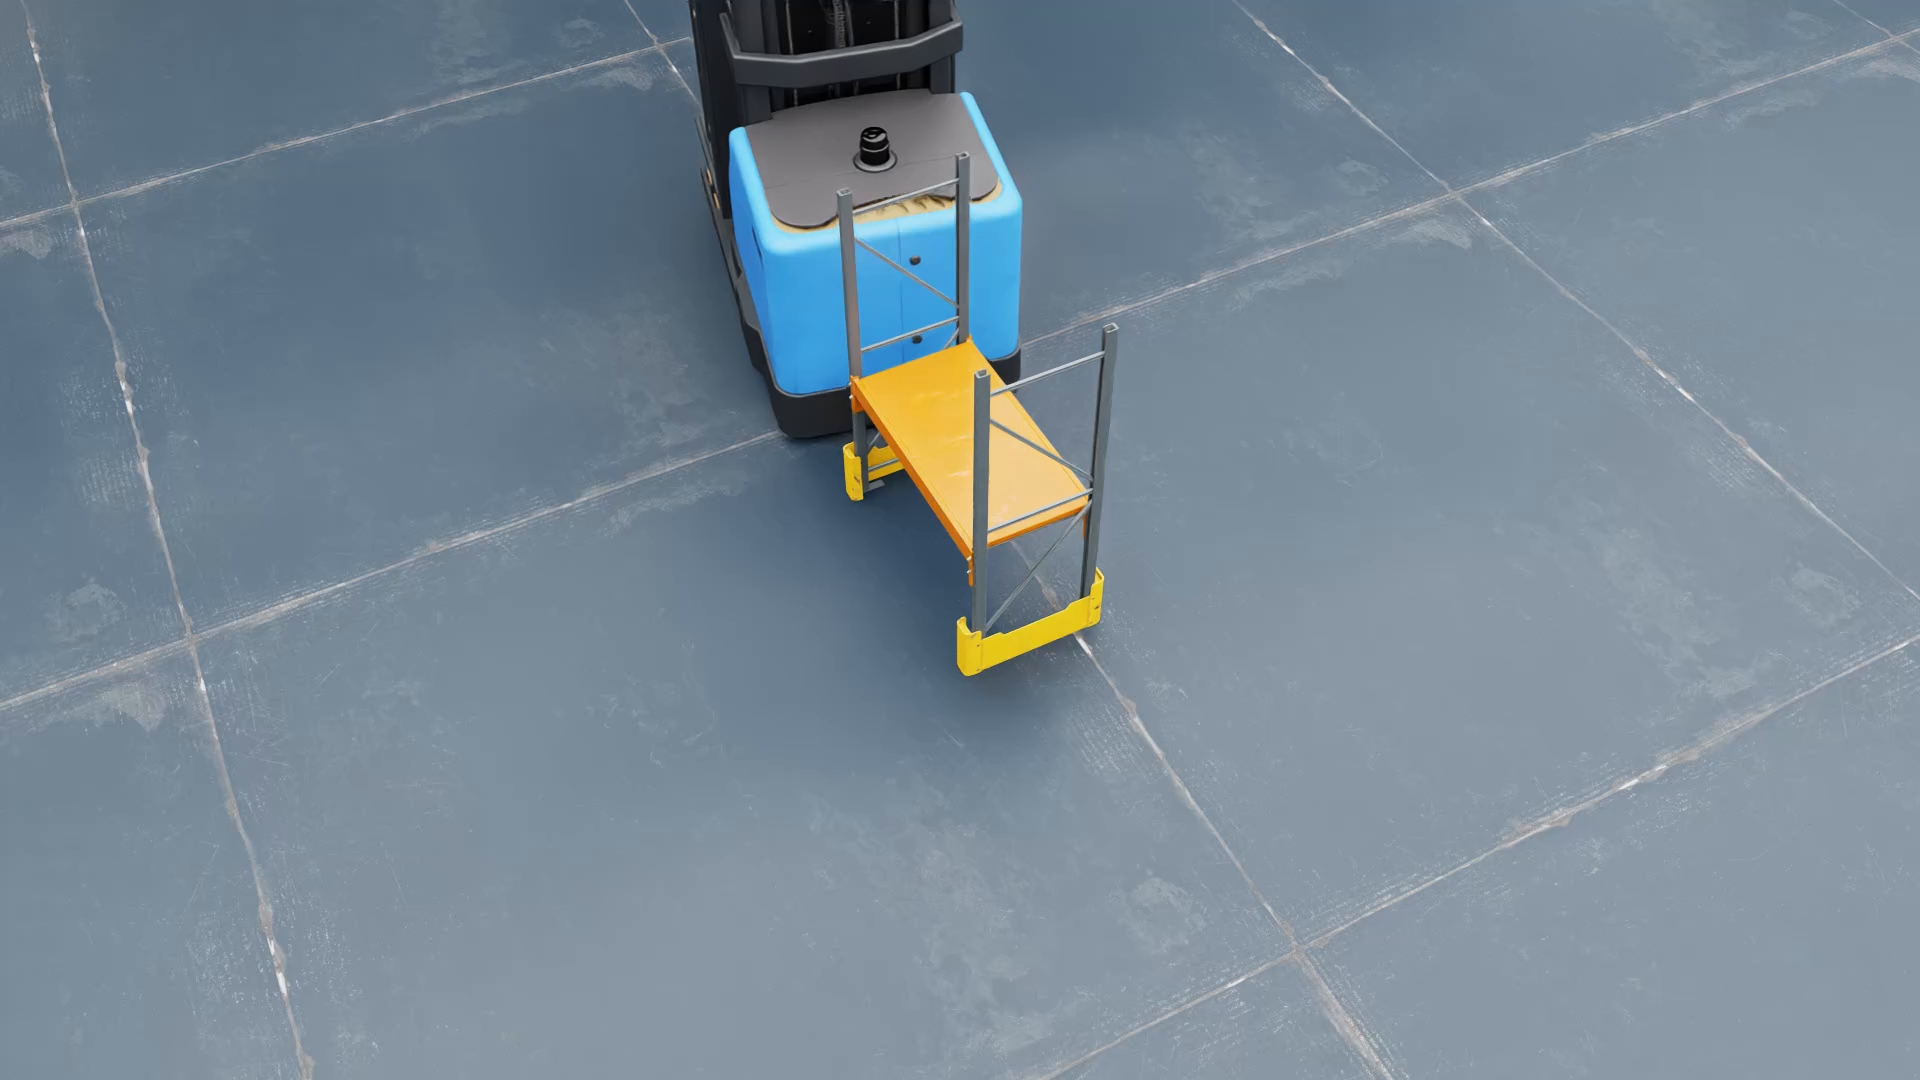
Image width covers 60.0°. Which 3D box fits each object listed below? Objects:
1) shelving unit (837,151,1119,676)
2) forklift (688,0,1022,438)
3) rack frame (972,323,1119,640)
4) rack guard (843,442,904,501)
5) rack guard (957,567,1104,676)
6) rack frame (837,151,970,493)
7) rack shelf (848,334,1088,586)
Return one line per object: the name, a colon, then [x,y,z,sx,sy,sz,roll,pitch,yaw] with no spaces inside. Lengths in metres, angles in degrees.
shelving unit: [0.035,-0.443,6.033,0.587,1.500,1.083,-21,52,-18]
forklift: [-0.622,-2.525,6.904,1.130,2.935,3.031,-12,50,-10]
rack frame: [0.272,-0.096,5.731,0.500,1.500,0.032,-21,52,-18]
rack guard: [-0.193,-0.365,6.795,0.587,0.250,0.087,-21,52,-18]
rack guard: [0.263,0.302,6.212,0.587,0.250,0.087,-21,52,-18]
rack frame: [-0.194,-0.777,6.326,0.500,1.500,0.032,-21,52,-18]
rack shelf: [0.039,-0.318,6.164,0.538,0.185,1.000,-21,52,-18]
